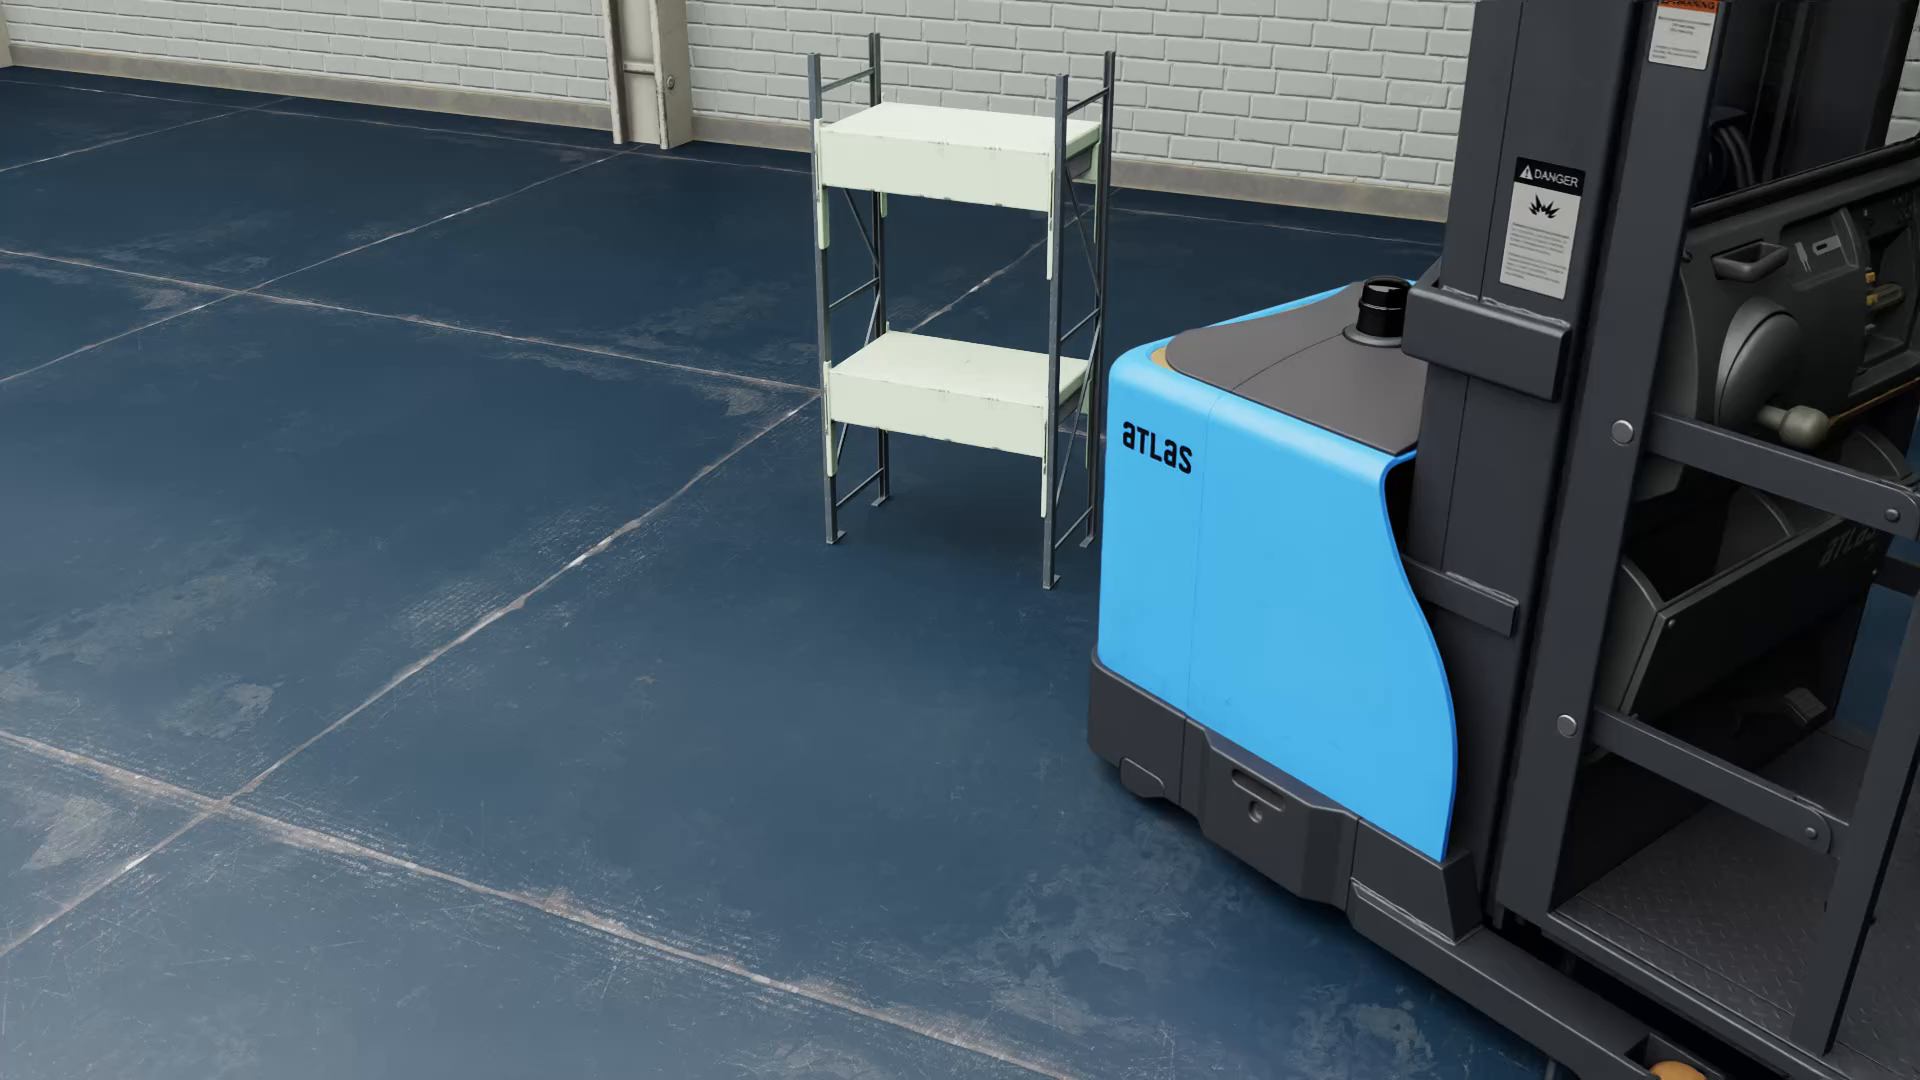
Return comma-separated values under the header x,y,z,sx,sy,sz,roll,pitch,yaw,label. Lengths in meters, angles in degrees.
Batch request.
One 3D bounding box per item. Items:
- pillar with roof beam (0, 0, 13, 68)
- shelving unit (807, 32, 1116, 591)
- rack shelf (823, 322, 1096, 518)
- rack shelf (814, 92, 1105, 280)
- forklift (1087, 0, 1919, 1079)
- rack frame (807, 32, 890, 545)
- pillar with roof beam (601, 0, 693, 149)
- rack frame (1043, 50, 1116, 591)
x,y,z,sx,sy,sz,roll,pitch,yaw,label
-9.125,-5.861,6.967,0.400,9.000,9.100,11,28,22,pillar with roof beam
0.006,-0.672,4.916,0.755,1.500,0.431,11,28,22,shelving unit
0.006,-0.379,5.060,0.720,0.370,0.431,11,28,22,rack shelf
0.006,-1.022,4.744,0.720,0.370,0.431,11,28,22,rack shelf
1.624,-0.387,2.717,1.130,2.935,3.031,-19,32,-34,forklift
-0.327,-0.739,5.052,0.023,1.500,0.400,11,28,22,rack frame
-3.663,-4.764,4.738,0.400,9.000,9.100,11,28,22,pillar with roof beam
0.339,-0.605,4.780,0.023,1.500,0.400,11,28,22,rack frame
